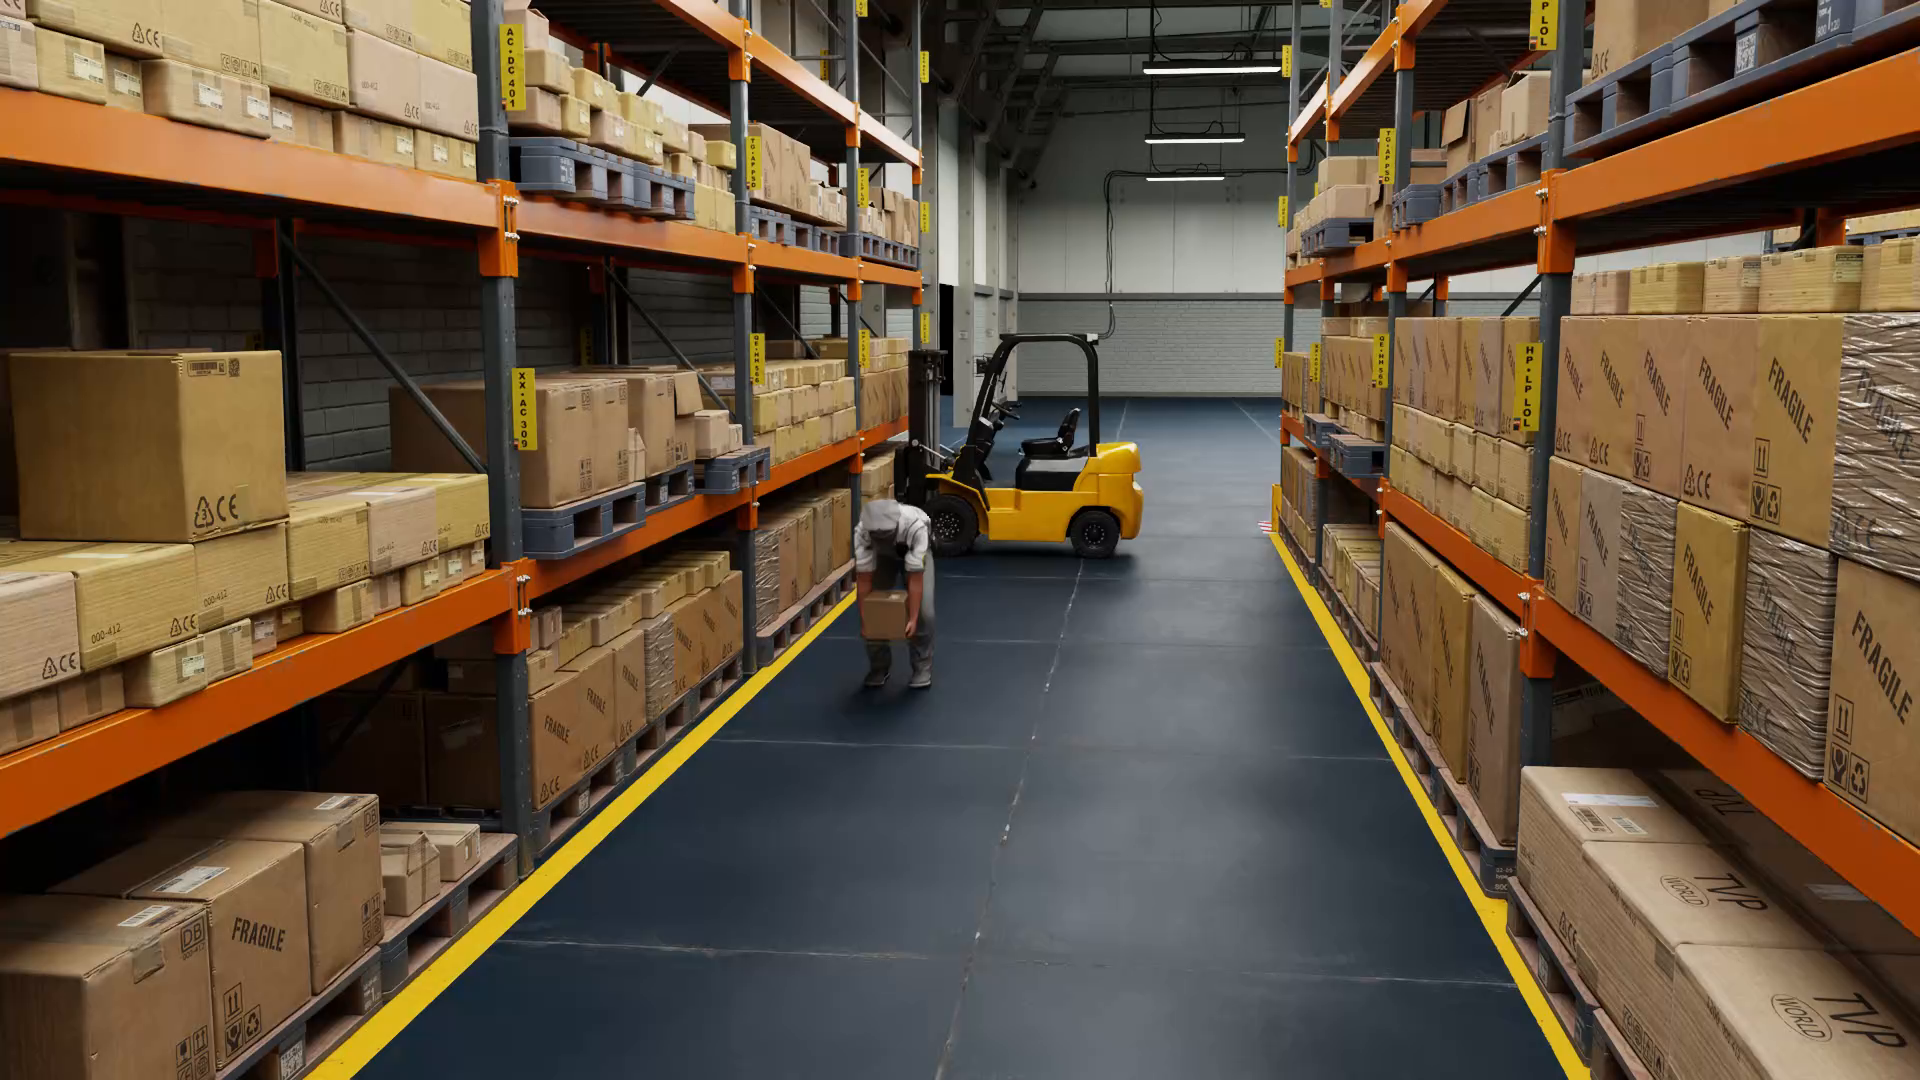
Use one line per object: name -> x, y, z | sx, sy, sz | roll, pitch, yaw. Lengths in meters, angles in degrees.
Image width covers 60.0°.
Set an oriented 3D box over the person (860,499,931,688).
person -> -0.432, 0.335, 10.198 | 0.425, 1.242, 0.914 | 1, 8, 8
